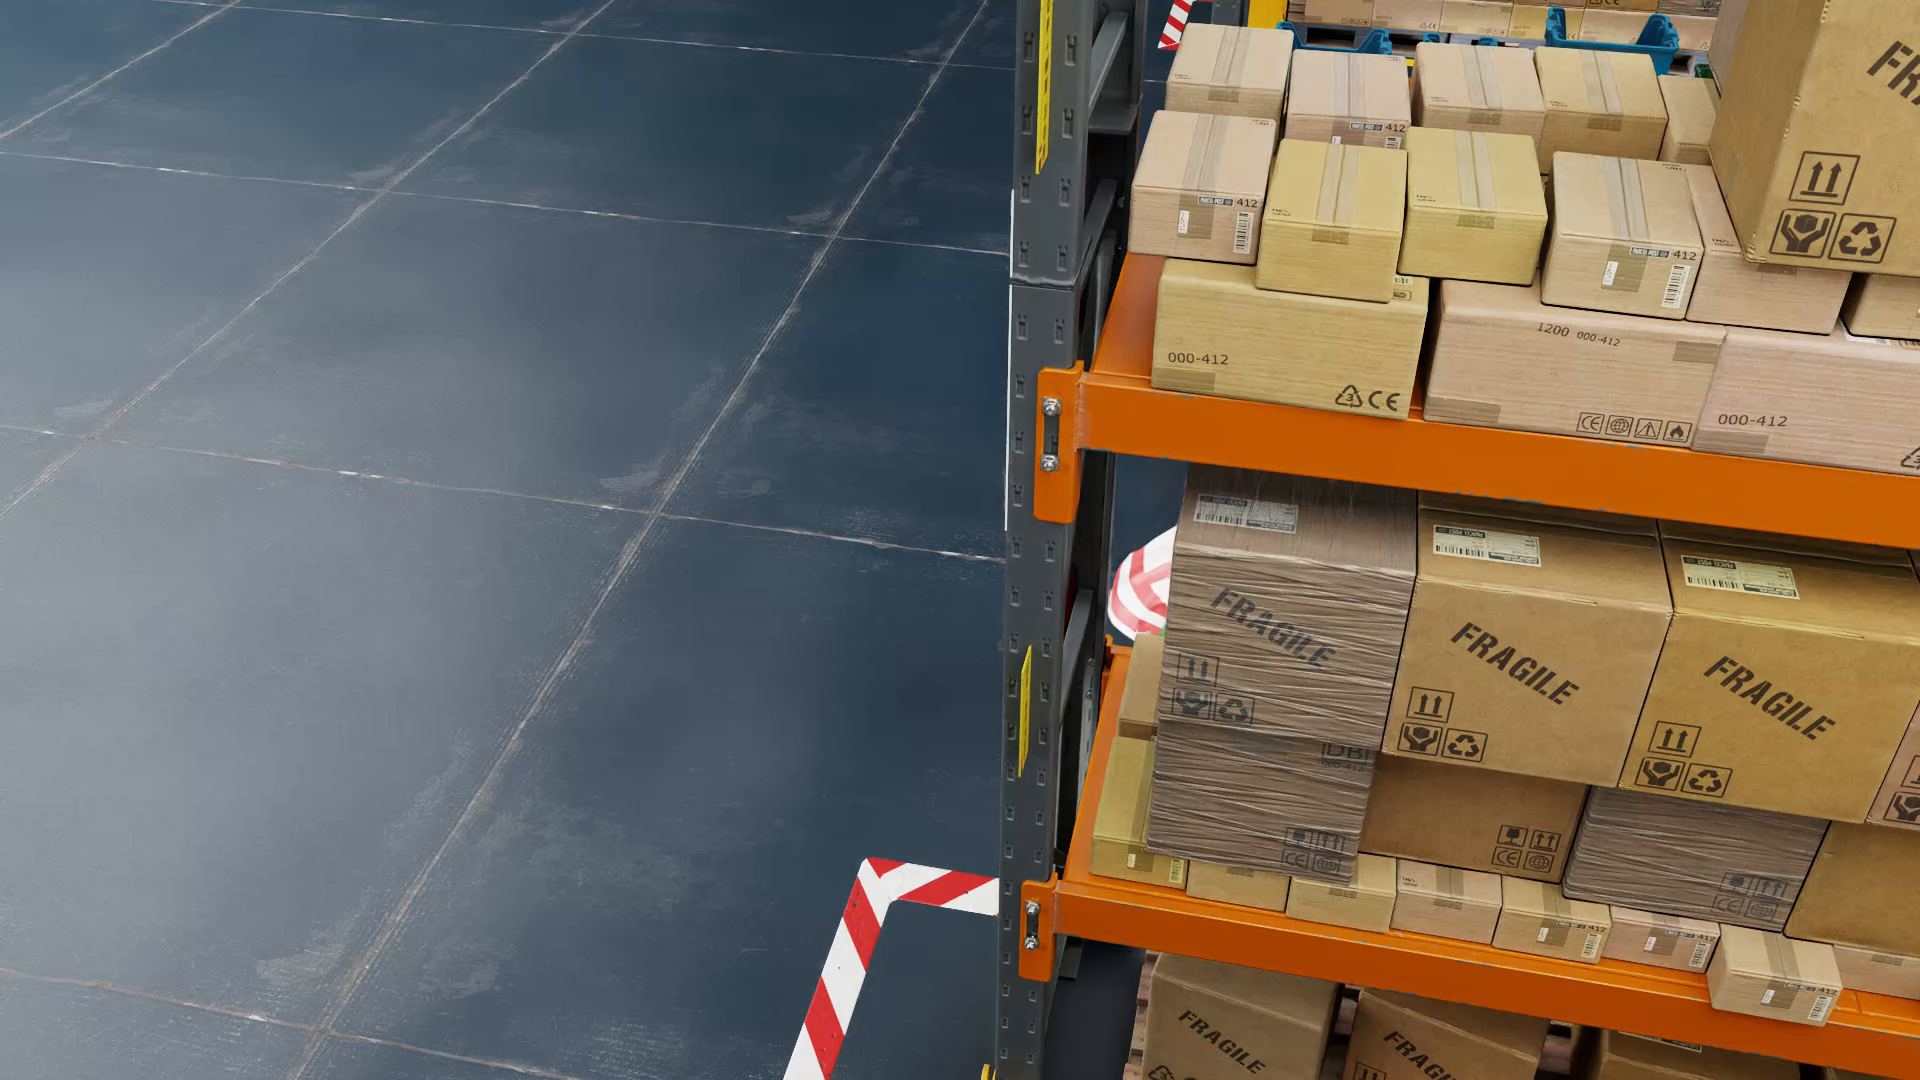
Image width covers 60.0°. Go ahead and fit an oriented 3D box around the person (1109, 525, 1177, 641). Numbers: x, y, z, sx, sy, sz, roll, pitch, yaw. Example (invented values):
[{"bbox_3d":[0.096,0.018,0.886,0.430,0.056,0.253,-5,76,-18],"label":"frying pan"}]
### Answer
[{"bbox_3d":[1.032,0.210,6.522,0.879,0.993,0.531,7,37,10],"label":"person"}]
